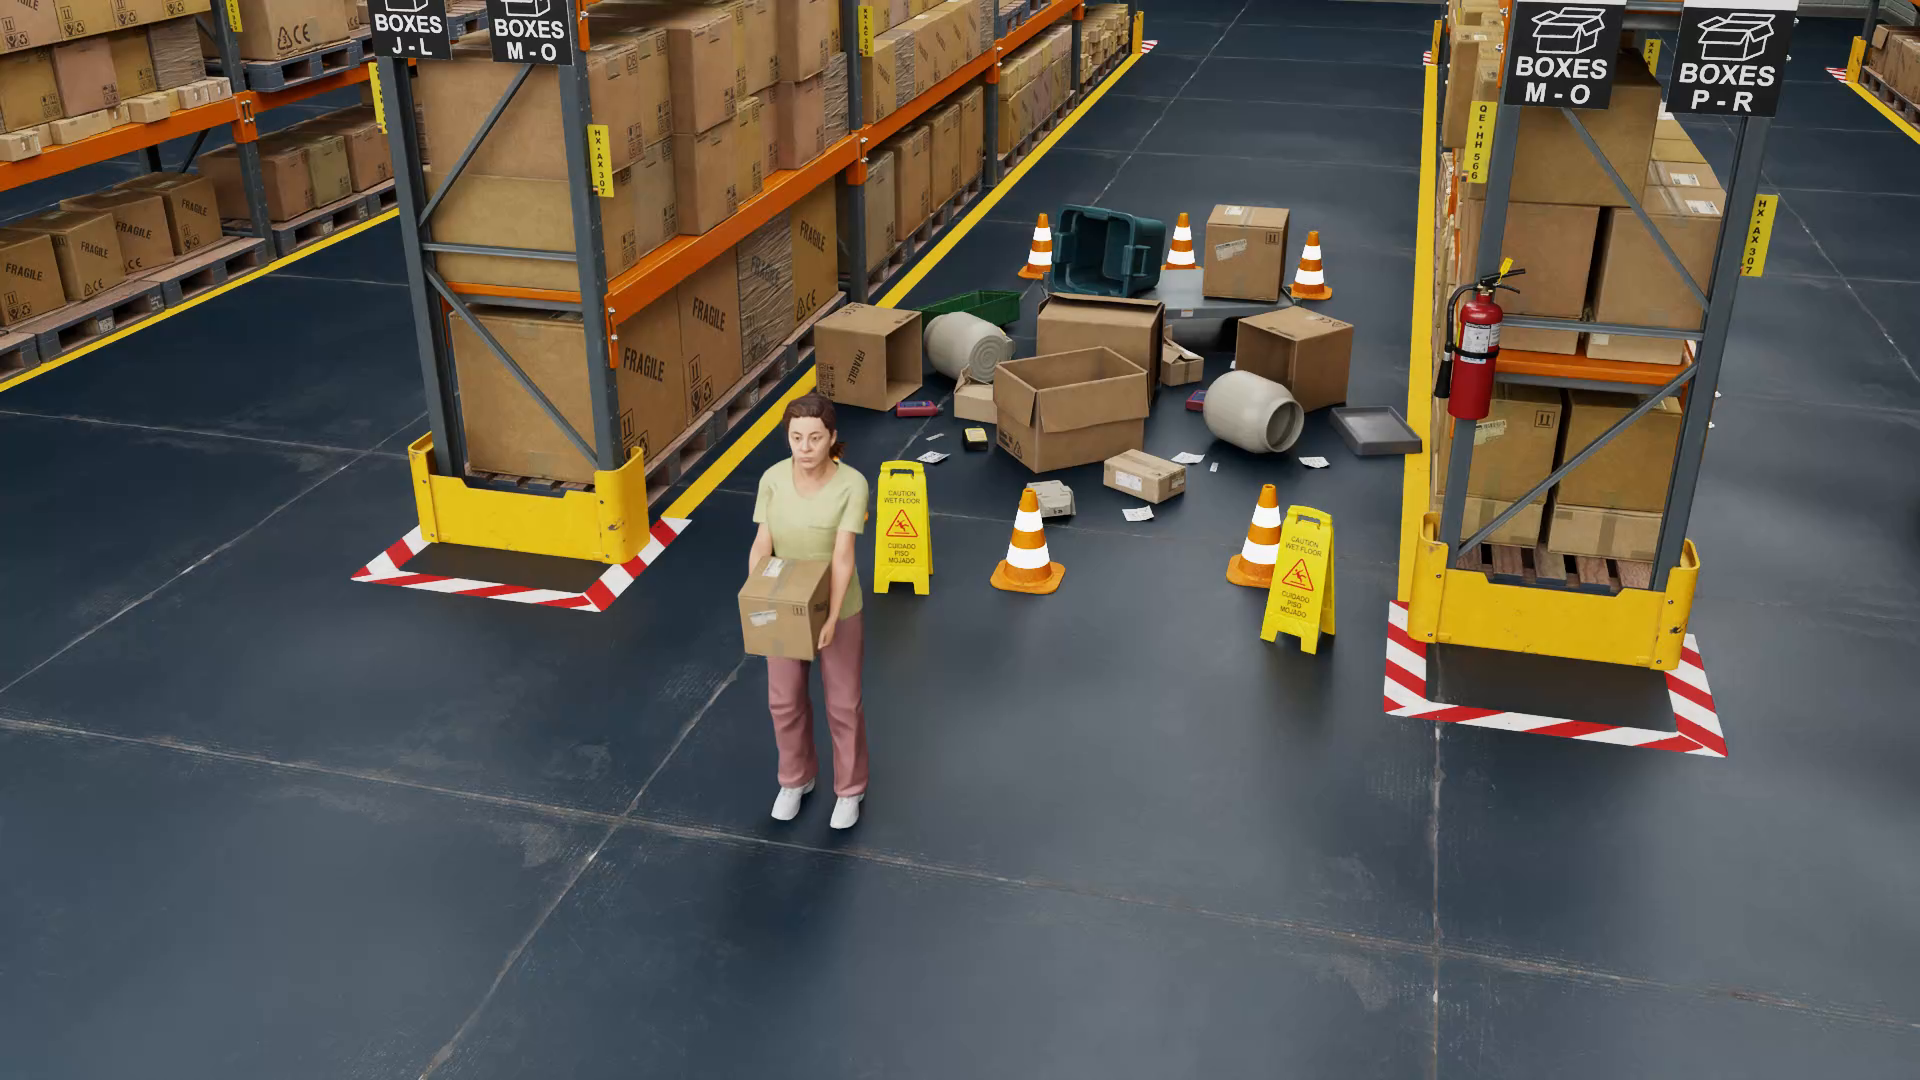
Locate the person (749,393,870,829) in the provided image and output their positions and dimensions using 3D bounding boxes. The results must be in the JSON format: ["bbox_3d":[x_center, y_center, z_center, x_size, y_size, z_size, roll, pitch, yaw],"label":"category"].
[{"bbox_3d":[-0.545,0.298,5.998,0.406,1.668,0.517,6,26,12],"label":"person"}]
